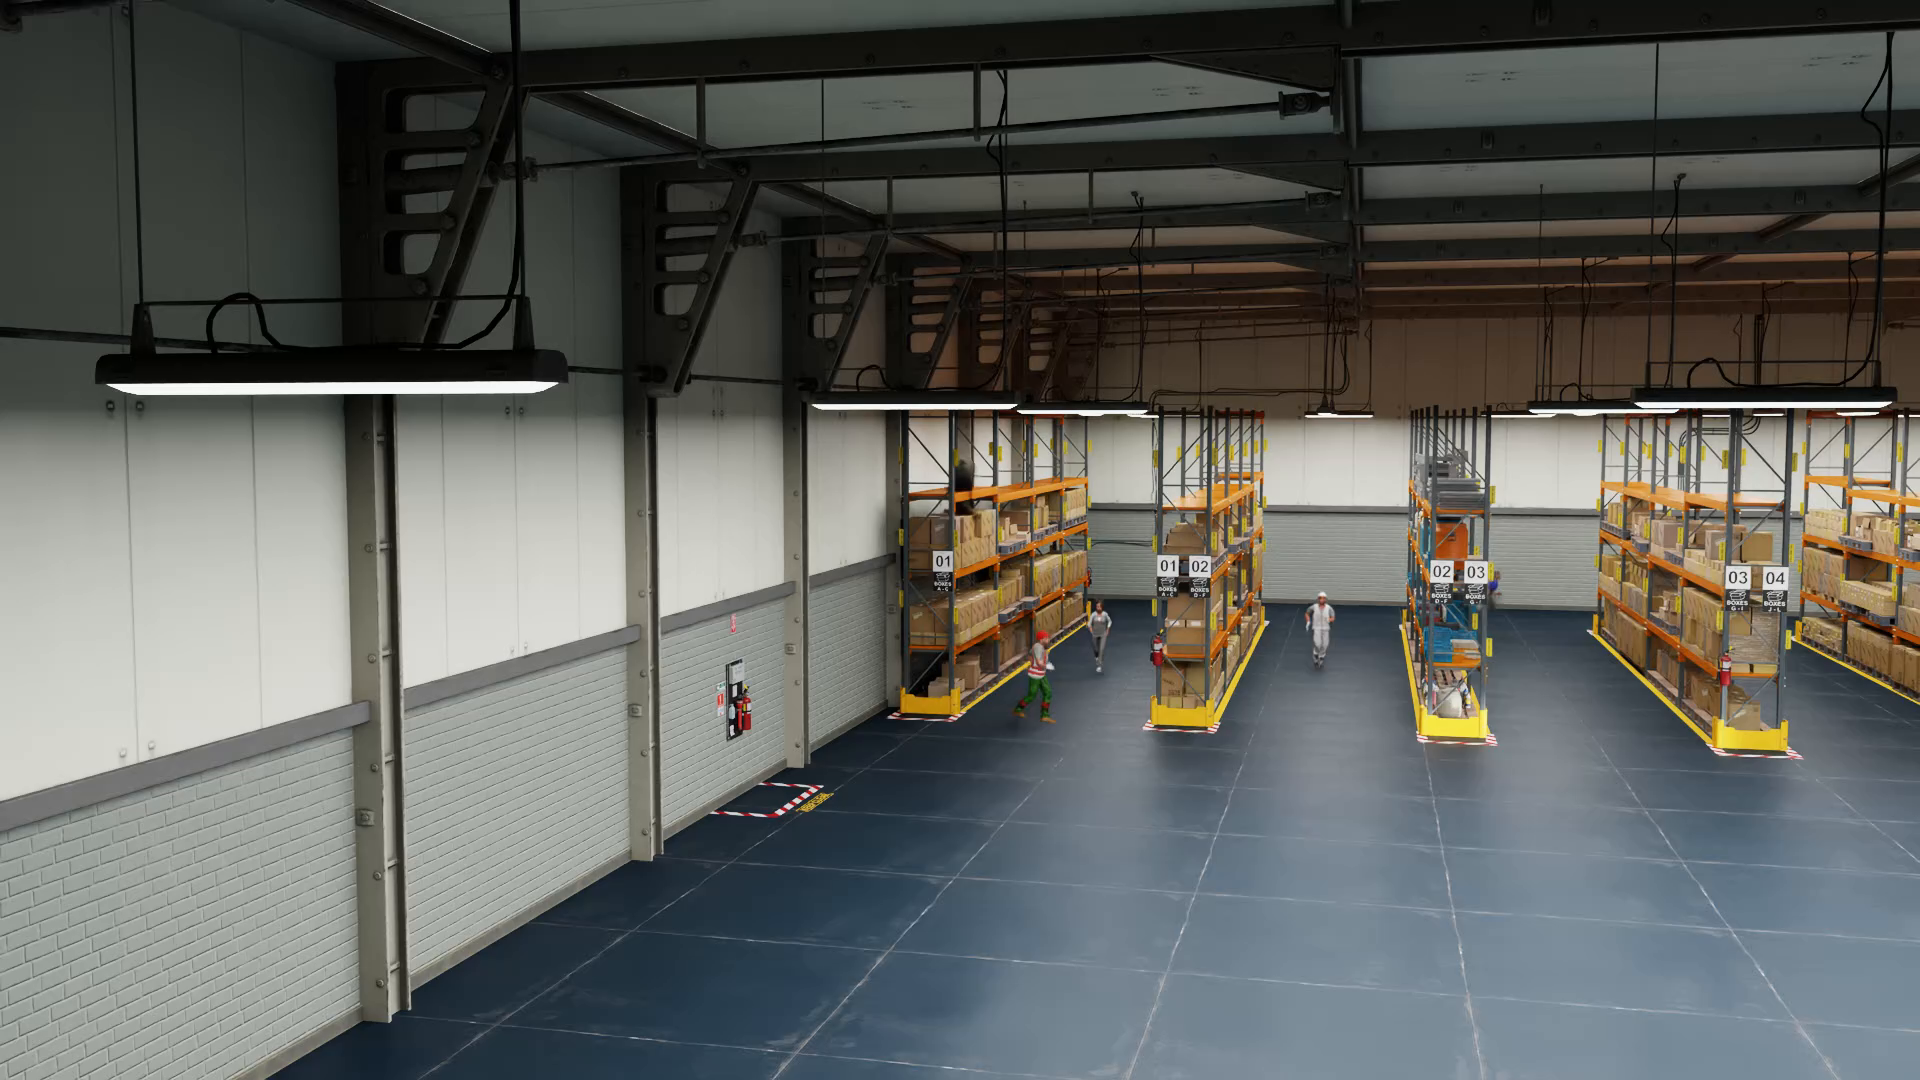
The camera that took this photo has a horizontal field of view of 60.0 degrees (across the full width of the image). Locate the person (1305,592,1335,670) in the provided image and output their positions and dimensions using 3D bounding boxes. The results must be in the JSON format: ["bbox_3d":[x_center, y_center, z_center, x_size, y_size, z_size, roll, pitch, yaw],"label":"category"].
[{"bbox_3d":[8.285,2.092,38.154,0.634,1.782,0.699,0,4,0],"label":"person"}]

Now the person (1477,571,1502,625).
[{"bbox_3d":[14.912,1.615,46.854,0.787,1.532,0.581,3,5,34],"label":"person"}]

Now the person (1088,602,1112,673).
[{"bbox_3d":[3.197,2.211,38.114,0.548,1.584,0.770,0,4,6],"label":"person"}]

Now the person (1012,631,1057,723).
[{"bbox_3d":[1.392,2.575,31.388,0.895,1.750,0.611,1,4,18],"label":"person"}]
